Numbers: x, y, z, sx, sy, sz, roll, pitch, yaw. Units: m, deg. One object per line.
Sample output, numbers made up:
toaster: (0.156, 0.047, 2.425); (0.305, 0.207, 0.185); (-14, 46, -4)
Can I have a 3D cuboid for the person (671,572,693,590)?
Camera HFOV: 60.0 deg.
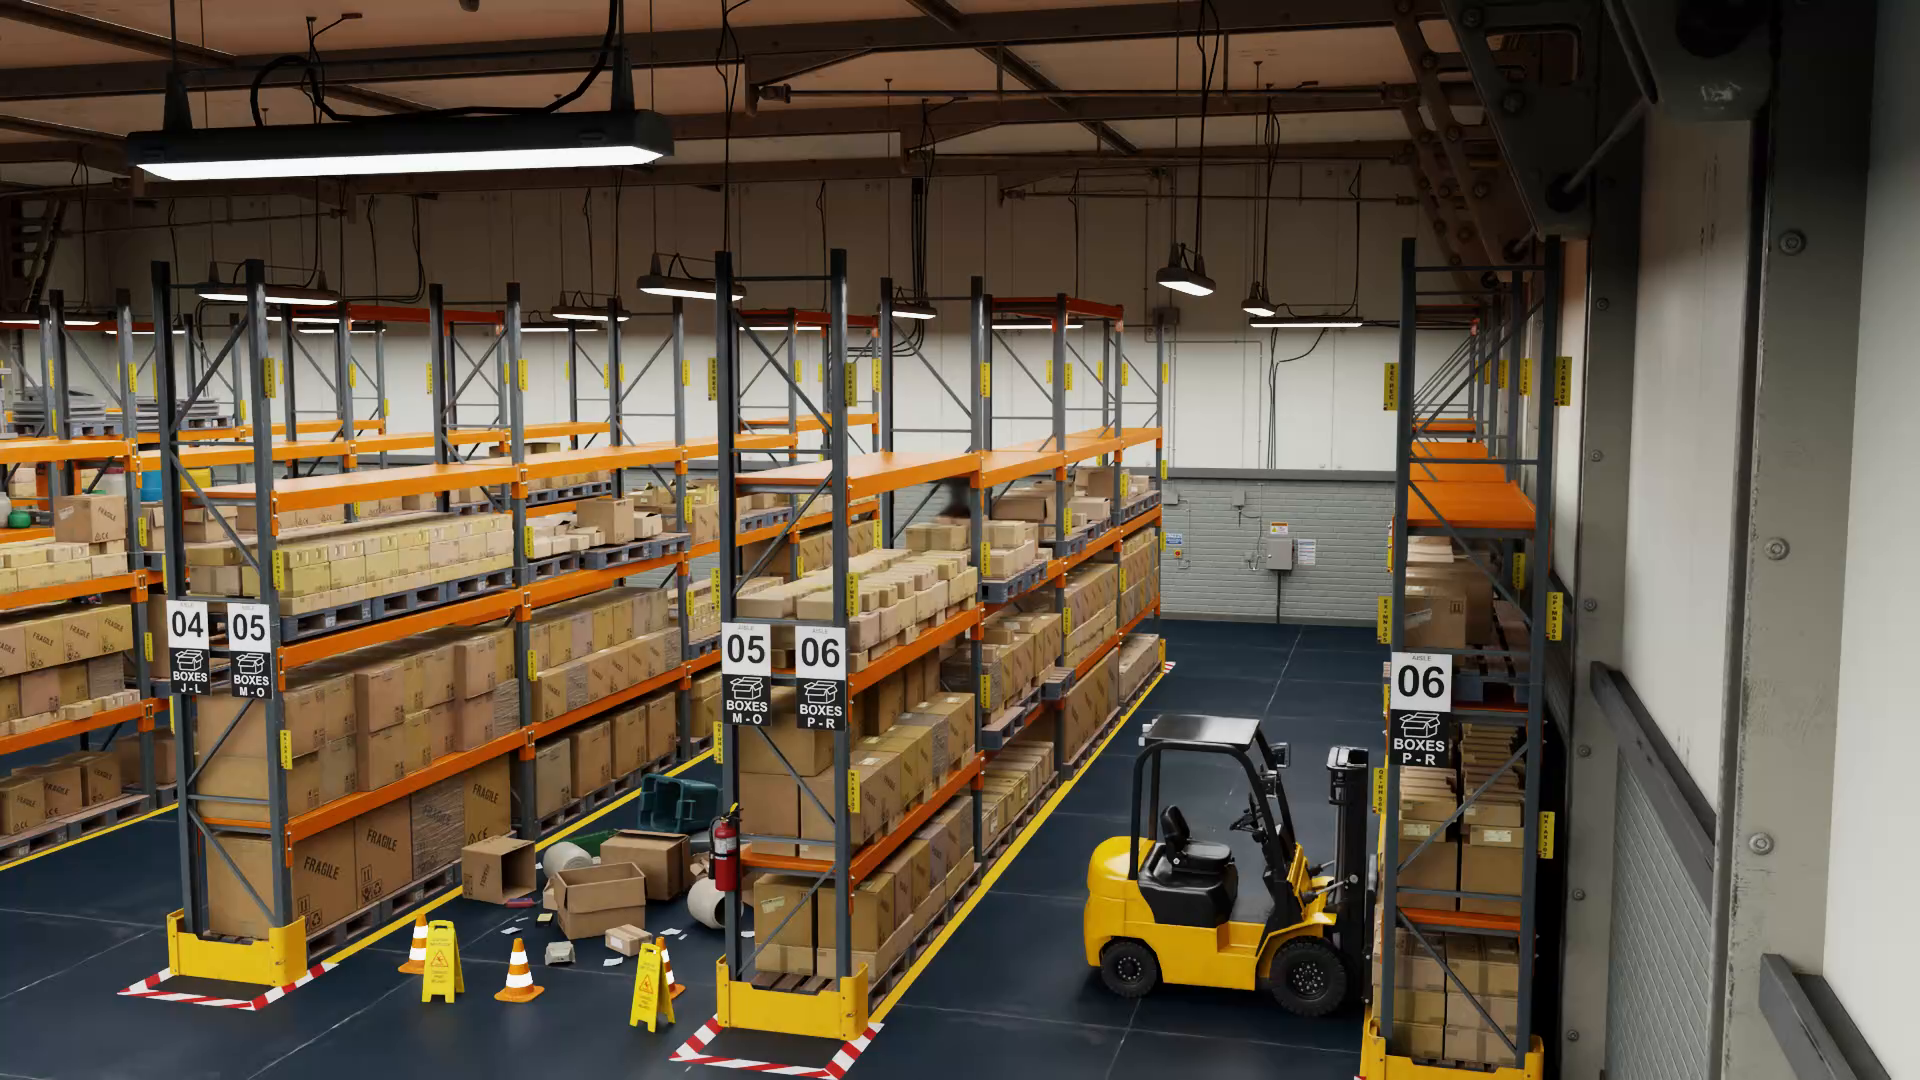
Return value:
person: (-5.135, 1.125, 30.859); (0.410, 1.549, 0.862); (1, 6, 7)
